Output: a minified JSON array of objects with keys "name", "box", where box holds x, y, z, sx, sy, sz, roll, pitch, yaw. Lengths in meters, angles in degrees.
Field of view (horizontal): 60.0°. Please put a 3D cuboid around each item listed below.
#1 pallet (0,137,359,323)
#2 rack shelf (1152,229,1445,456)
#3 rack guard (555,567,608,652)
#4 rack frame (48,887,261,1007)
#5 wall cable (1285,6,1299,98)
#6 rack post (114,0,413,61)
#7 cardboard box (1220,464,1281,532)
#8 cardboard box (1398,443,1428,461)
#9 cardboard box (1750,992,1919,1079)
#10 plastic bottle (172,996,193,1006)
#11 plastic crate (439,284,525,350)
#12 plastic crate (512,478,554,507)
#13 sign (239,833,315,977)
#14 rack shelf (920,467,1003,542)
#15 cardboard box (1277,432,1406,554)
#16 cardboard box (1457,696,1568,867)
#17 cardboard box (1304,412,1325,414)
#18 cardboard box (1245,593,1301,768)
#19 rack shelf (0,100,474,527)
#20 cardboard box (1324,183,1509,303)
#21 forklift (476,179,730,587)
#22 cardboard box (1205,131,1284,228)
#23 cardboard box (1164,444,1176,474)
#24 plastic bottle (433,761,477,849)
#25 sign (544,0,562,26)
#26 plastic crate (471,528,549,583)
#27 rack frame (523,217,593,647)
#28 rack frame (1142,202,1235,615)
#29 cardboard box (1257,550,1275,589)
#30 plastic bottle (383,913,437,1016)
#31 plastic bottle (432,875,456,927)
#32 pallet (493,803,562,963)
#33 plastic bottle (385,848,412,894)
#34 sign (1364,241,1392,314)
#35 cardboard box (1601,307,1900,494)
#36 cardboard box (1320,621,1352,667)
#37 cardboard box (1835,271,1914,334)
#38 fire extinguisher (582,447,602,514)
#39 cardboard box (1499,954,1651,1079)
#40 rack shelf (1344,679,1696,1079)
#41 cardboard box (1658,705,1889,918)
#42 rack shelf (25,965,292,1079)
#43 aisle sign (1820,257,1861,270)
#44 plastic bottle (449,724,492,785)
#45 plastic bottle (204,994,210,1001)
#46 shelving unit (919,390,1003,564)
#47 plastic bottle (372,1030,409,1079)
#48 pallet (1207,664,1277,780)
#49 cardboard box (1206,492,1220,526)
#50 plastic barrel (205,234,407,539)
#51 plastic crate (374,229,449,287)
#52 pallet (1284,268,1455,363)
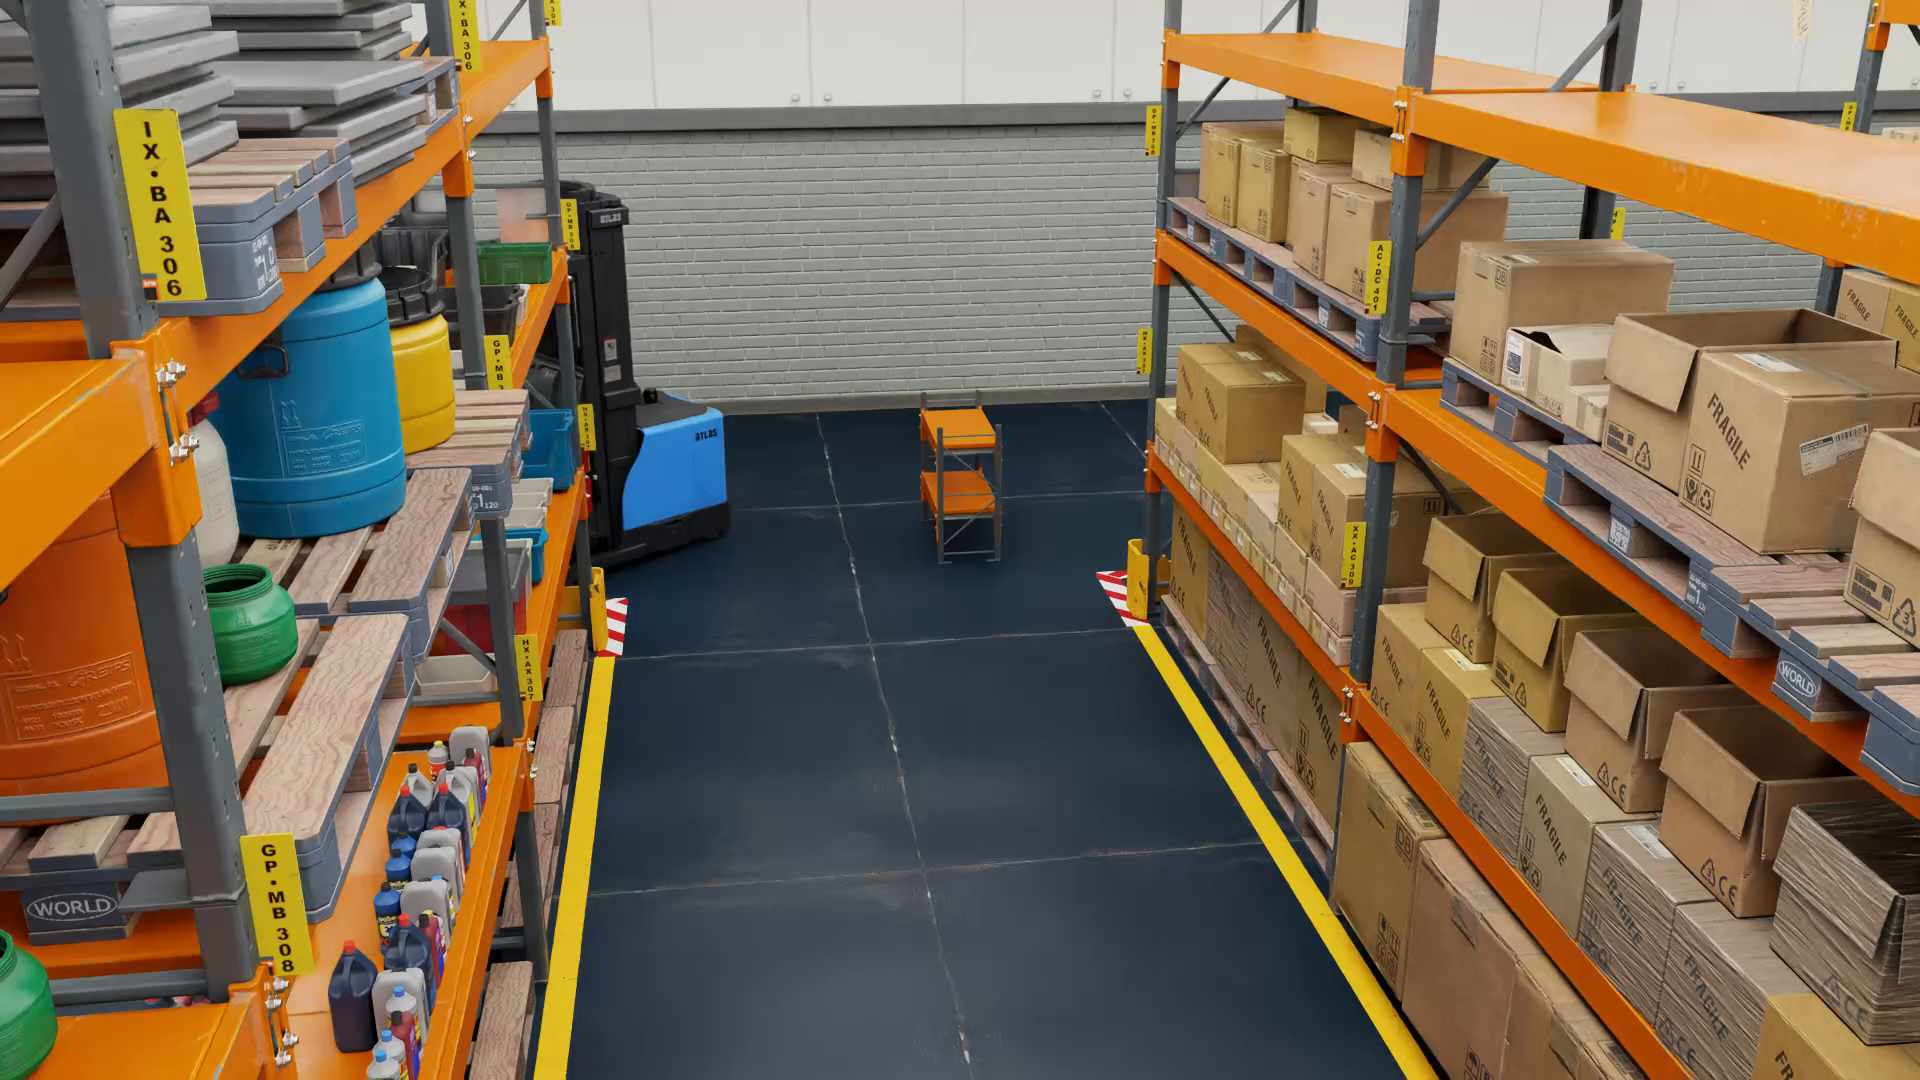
[{"name":"pallet","box":[-1.983,-0.667,3.481,1.213,0.211,1.003,-3,21,-8]},{"name":"rack shelf","box":[2.127,-1.276,9.587,1.077,0.370,4.000,-3,21,-8]},{"name":"rack guard","box":[-3.079,0.513,11.629,1.175,0.500,0.348,-3,21,-8]},{"name":"rack frame","box":[-1.909,2.119,3.755,1.000,3.000,0.127,-3,21,-8]},{"name":"wall cable","box":[4.434,-7.349,15.935,2.277,5.999,0.120,-3,21,-8]},{"name":"rack post","box":[-2.396,-1.747,5.641,0.937,0.300,0.954,-3,21,-9]},{"name":"cardboard box","box":[1.871,-0.256,9.902,0.500,0.250,0.500,-3,21,-9]},{"name":"cardboard box","box":[2.536,-0.286,8.911,0.500,0.500,0.500,-3,21,-8]},{"name":"cardboard box","box":[2.675,1.664,4.830,0.500,0.500,0.500,-2,21,-6]},{"name":"plastic bottle","box":[-2.540,1.546,5.456,0.061,0.283,0.133,-3,21,-8]},{"name":"plastic crate","box":[-2.394,-1.054,8.150,0.497,0.269,0.590,-3,21,-8]},{"name":"plastic crate","box":[-2.766,-0.282,10.475,0.396,0.136,0.243,-3,21,-8]},{"name":"sign","box":[-1.366,0.733,3.329,0.100,0.325,0.005,-3,21,-8]},{"name":"rack shelf","box":[-0.001,-0.300,13.611,0.538,0.278,1.000,-3,21,-8]},{"name":"cardboard box","box":[2.016,-0.255,8.830,0.500,0.500,0.500,-3,21,-7]},{"name":"cardboard box","box":[2.379,0.957,6.724,0.500,0.500,0.500,-3,21,-9]},{"name":"cardboard box","box":[2.171,-0.815,11.401,0.500,0.250,0.500,-3,21,-9]},{"name":"cardboard box","box":[2.269,0.739,9.887,0.875,0.875,0.875,-3,21,-8]},{"name":"rack shelf","box":[-2.198,-0.859,4.755,1.077,0.370,4.000,-3,21,-8]},{"name":"cardboard box","box":[2.243,-1.479,8.216,0.700,0.500,0.500,-4,21,-11]},{"name":"forklift","box":[-3.312,-1.173,12.667,3.031,2.935,1.130,-19,28,-41]},{"name":"cardboard box","box":[1.928,-2.218,10.194,0.700,0.500,0.500,-4,21,-10]},{"name":"cardboard box","box":[1.602,-0.554,11.273,0.380,0.149,0.250,-3,21,-9]},{"name":"plastic bottle","box":[-2.030,1.059,6.664,0.144,0.351,0.185,-3,21,-8]},{"name":"sign","box":[-2.521,-3.343,10.267,0.100,0.325,0.005,-3,21,-8]},{"name":"plastic crate","box":[-2.513,0.098,9.321,0.416,0.233,0.300,-3,21,-8]},{"name":"rack frame","box":[-3.063,-0.651,11.171,1.000,3.000,0.127,-3,21,-8]},{"name":"rack frame","box":[1.839,-0.900,11.840,1.000,3.000,0.127,-3,21,-8]},{"name":"cardboard box","box":[1.898,0.157,9.368,0.380,0.149,0.250,-3,21,-7]},{"name":"plastic bottle","box":[-1.871,1.441,5.643,0.144,0.351,0.185,-3,21,-8]},{"name":"plastic bottle","box":[-1.921,1.334,6.141,0.097,0.201,0.097,0,20,0]},{"name":"pallet","box":[-2.630,1.788,8.627,1.003,0.211,1.213,-3,21,-8]},{"name":"plastic bottle","box":[-2.085,1.275,6.199,0.097,0.271,0.097,0,20,0]},{"name":"sign","box":[1.866,-1.171,7.426,0.100,0.325,0.005,-3,21,-8]},{"name":"cardboard box","box":[2.676,-0.487,5.698,0.797,0.503,0.637,-3,21,-8]},{"name":"cardboard box","box":[2.047,0.513,8.414,0.380,0.149,0.250,-3,21,-7]},{"name":"cardboard box","box":[6.563,-1.601,11.719,0.500,0.500,0.500,-3,21,-8]},{"name":"fire extinguisher","box":[-2.635,-0.515,11.451,0.296,0.674,0.183,-3,21,-8]},{"name":"cardboard box","box":[2.792,2.119,6.192,1.225,0.875,0.875,-3,21,-8]},{"name":"rack shelf","box":[2.703,1.514,6.404,1.077,0.370,4.000,-3,21,-8]},{"name":"cardboard box","box":[2.811,0.873,5.515,0.797,0.503,0.637,-2,21,-6]},{"name":"rack shelf","box":[-1.621,1.744,1.502,1.077,0.370,4.000,-3,21,-8]},{"name":"aisle sign","box":[6.454,-2.344,11.988,0.394,0.787,0.004,-3,21,-8]},{"name":"plastic bottle","box":[-2.109,0.913,7.163,0.152,0.276,0.135,-3,21,-8]},{"name":"plastic bottle","box":[-2.582,1.461,5.589,0.144,0.351,0.185,-3,21,-8]},{"name":"shelving unit","box":[-0.001,-0.529,13.526,0.538,1.125,1.048,-3,21,-8]},{"name":"plastic bottle","box":[-1.775,1.652,5.190,0.097,0.271,0.097,0,20,0]},{"name":"pallet","box":[2.204,1.100,10.469,1.003,0.211,1.213,-3,21,-8]},{"name":"cardboard box","box":[1.751,-0.198,10.319,0.380,0.149,0.250,-3,21,-8]},{"name":"plastic barrel","box":[-2.089,-0.519,5.215,0.600,0.901,0.708,-3,21,-8]},{"name":"plastic crate","box":[-3.114,-1.484,9.204,0.504,0.338,0.767,-3,21,-8]},{"name":"pallet","box":[2.308,-1.163,8.382,1.003,0.211,1.213,-3,21,-8]}]
